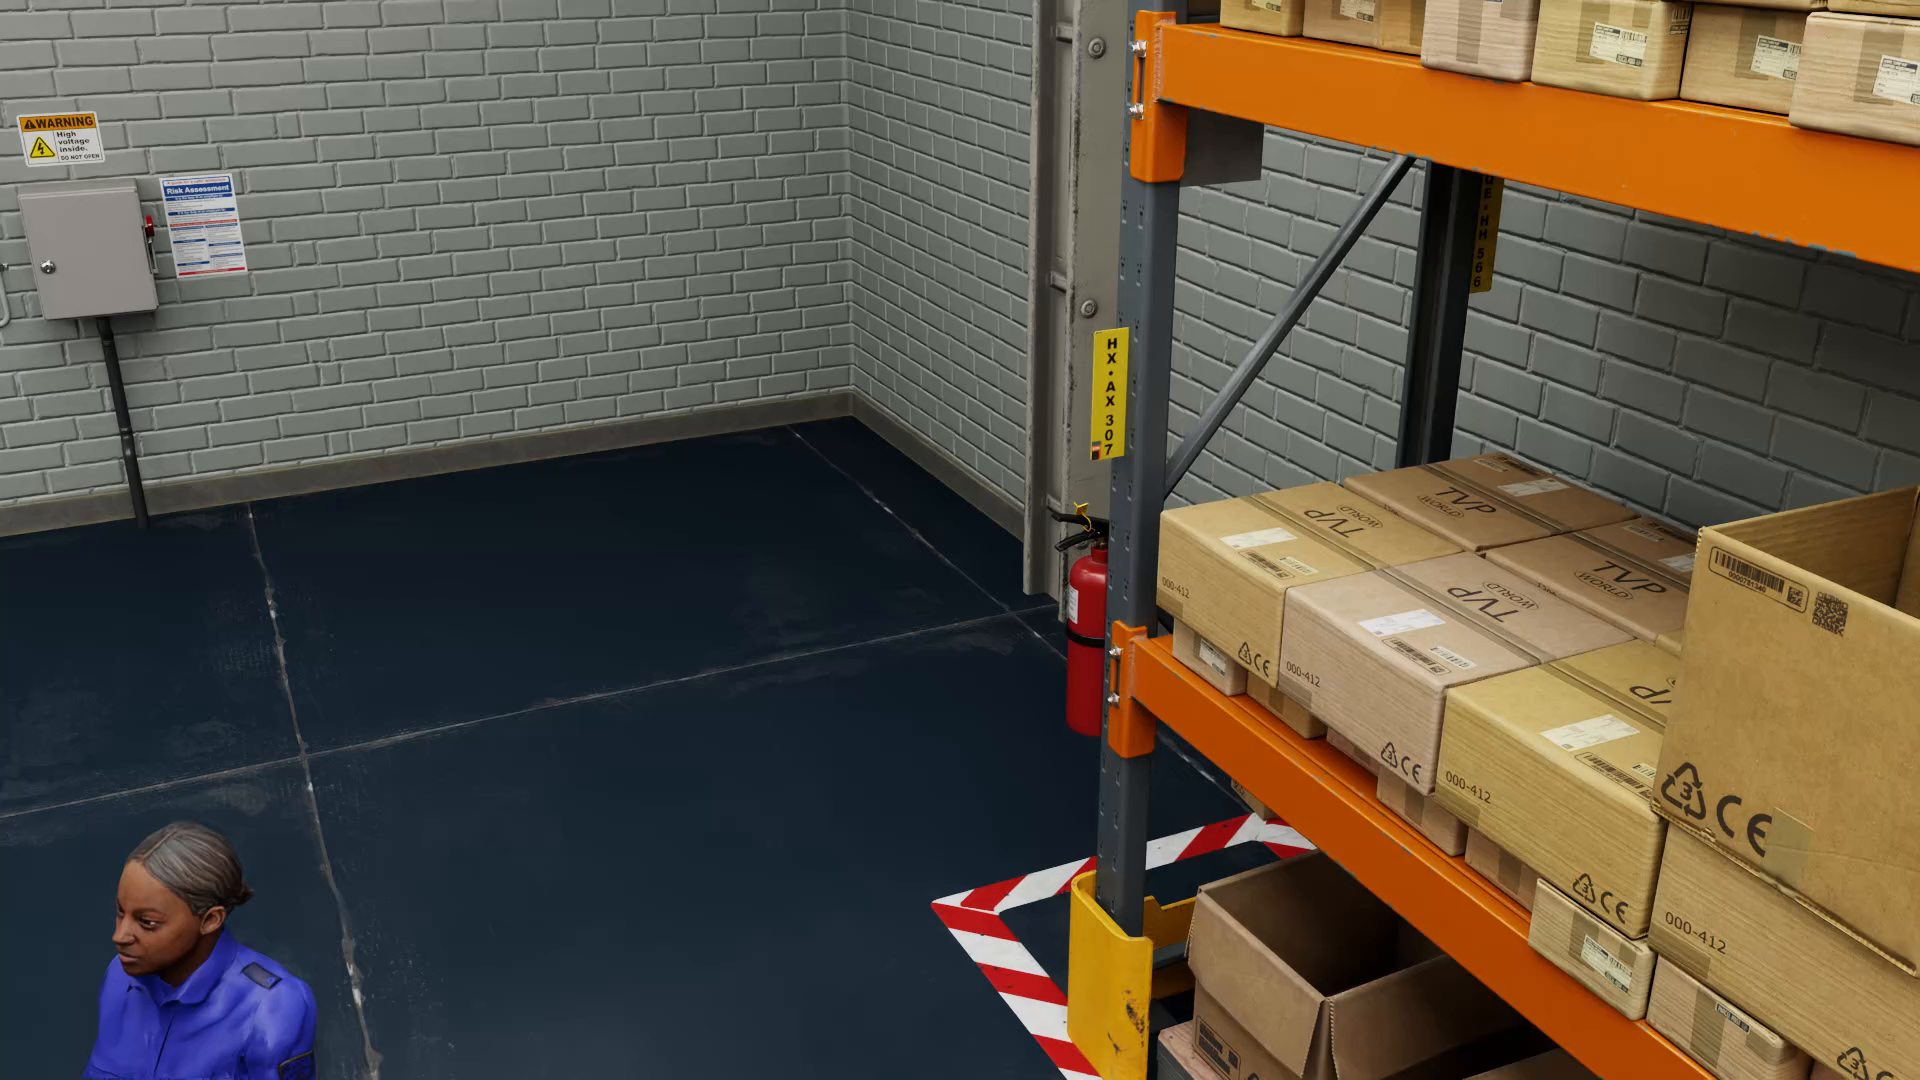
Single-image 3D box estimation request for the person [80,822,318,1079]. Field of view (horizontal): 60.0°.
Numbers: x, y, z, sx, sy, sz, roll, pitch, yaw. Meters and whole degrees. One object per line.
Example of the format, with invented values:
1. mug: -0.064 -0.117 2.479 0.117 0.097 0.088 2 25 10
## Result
1. person: -1.323 1.277 2.965 0.435 1.672 0.445 6 23 15
